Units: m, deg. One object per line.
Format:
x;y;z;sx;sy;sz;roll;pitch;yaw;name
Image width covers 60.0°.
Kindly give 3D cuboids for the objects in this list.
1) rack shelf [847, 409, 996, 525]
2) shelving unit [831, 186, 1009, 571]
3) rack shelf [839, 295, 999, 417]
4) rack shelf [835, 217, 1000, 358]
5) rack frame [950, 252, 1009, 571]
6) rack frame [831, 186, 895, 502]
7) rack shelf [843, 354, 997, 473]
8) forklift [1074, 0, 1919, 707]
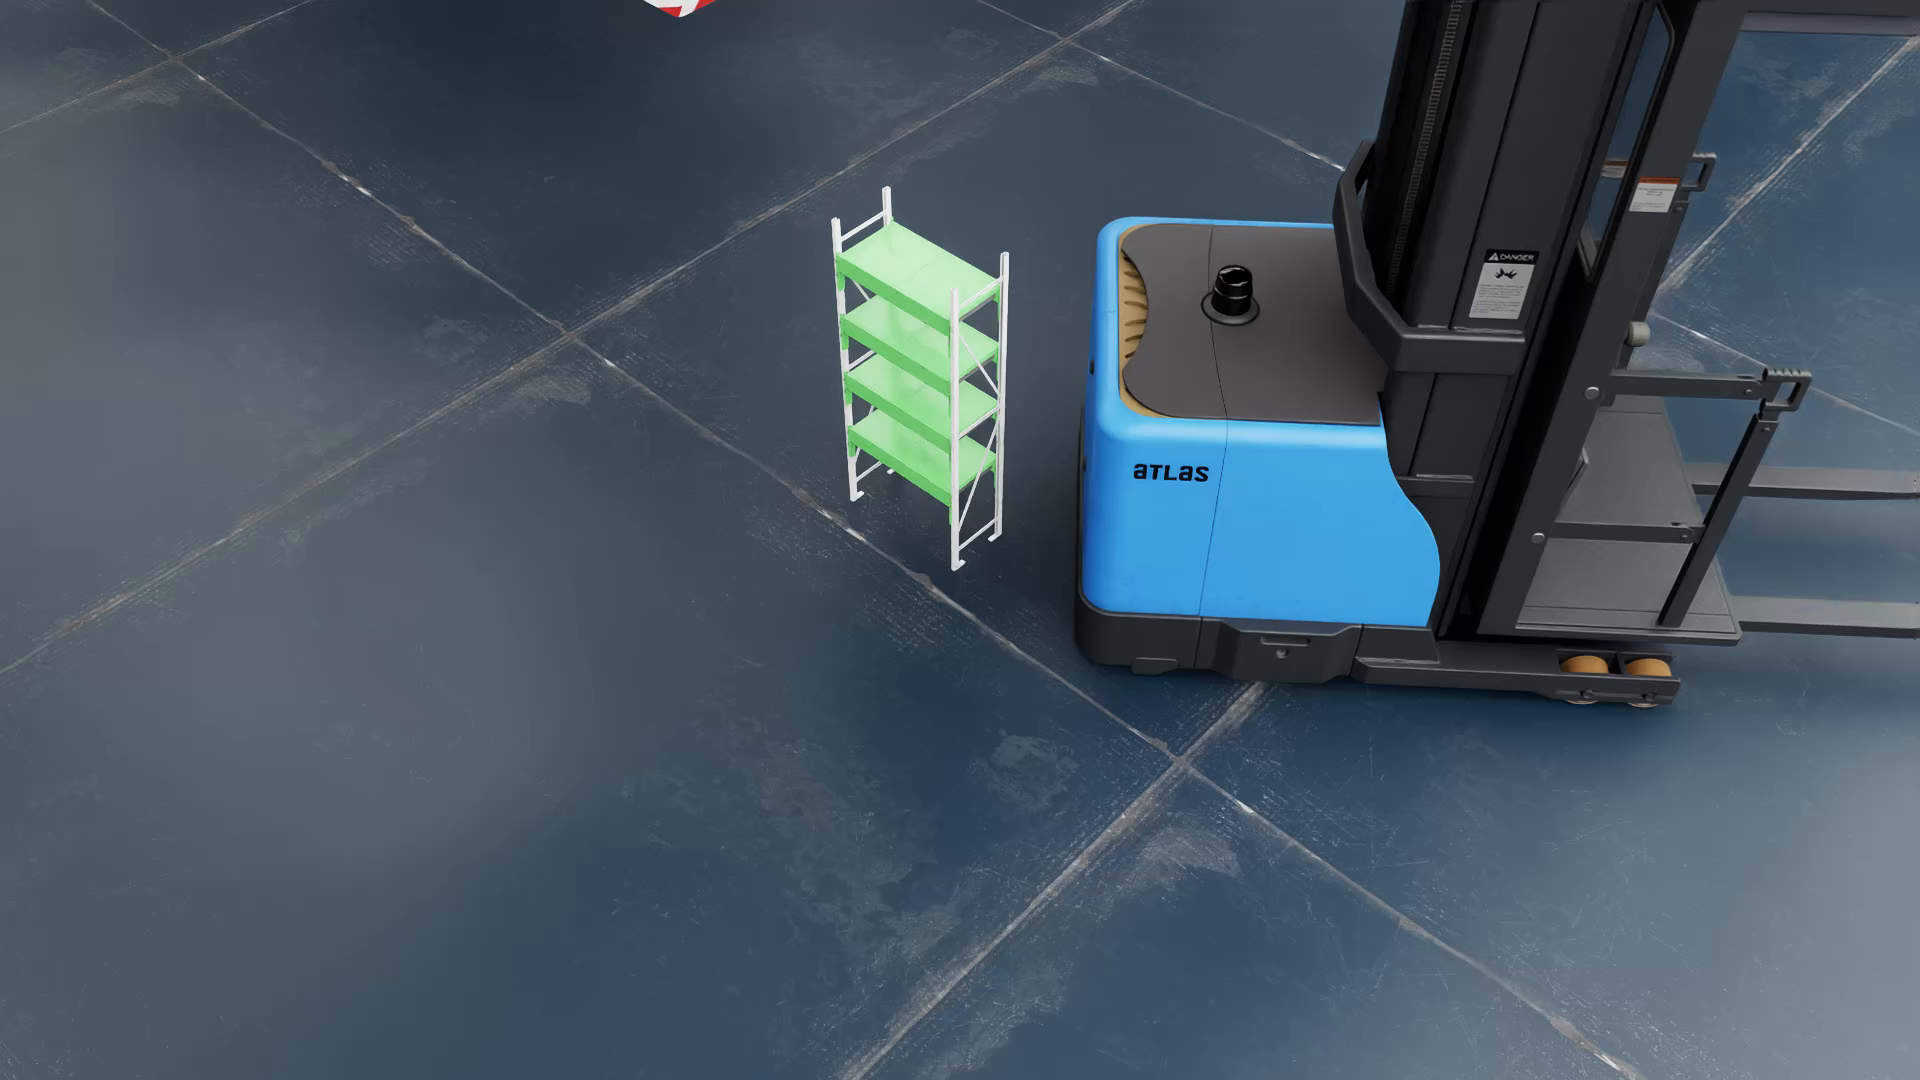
-0.122;-0.285;5.611;0.480;0.148;0.258;34;55;28;rack shelf
-0.122;-0.493;5.389;0.503;1.200;0.258;34;55;28;shelving unit
-0.122;-0.613;5.261;0.480;0.148;0.258;34;55;28;rack shelf
-0.122;-0.777;5.086;0.480;0.148;0.258;34;55;28;rack shelf
0.058;-0.372;5.276;0.015;1.200;0.240;34;55;28;rack frame
-0.301;-0.613;5.503;0.015;1.200;0.240;34;55;28;rack frame
-0.122;-0.449;5.436;0.480;0.148;0.258;34;55;28;rack shelf
1.906;-0.878;4.564;3.031;2.935;1.130;3;47;2;forklift
